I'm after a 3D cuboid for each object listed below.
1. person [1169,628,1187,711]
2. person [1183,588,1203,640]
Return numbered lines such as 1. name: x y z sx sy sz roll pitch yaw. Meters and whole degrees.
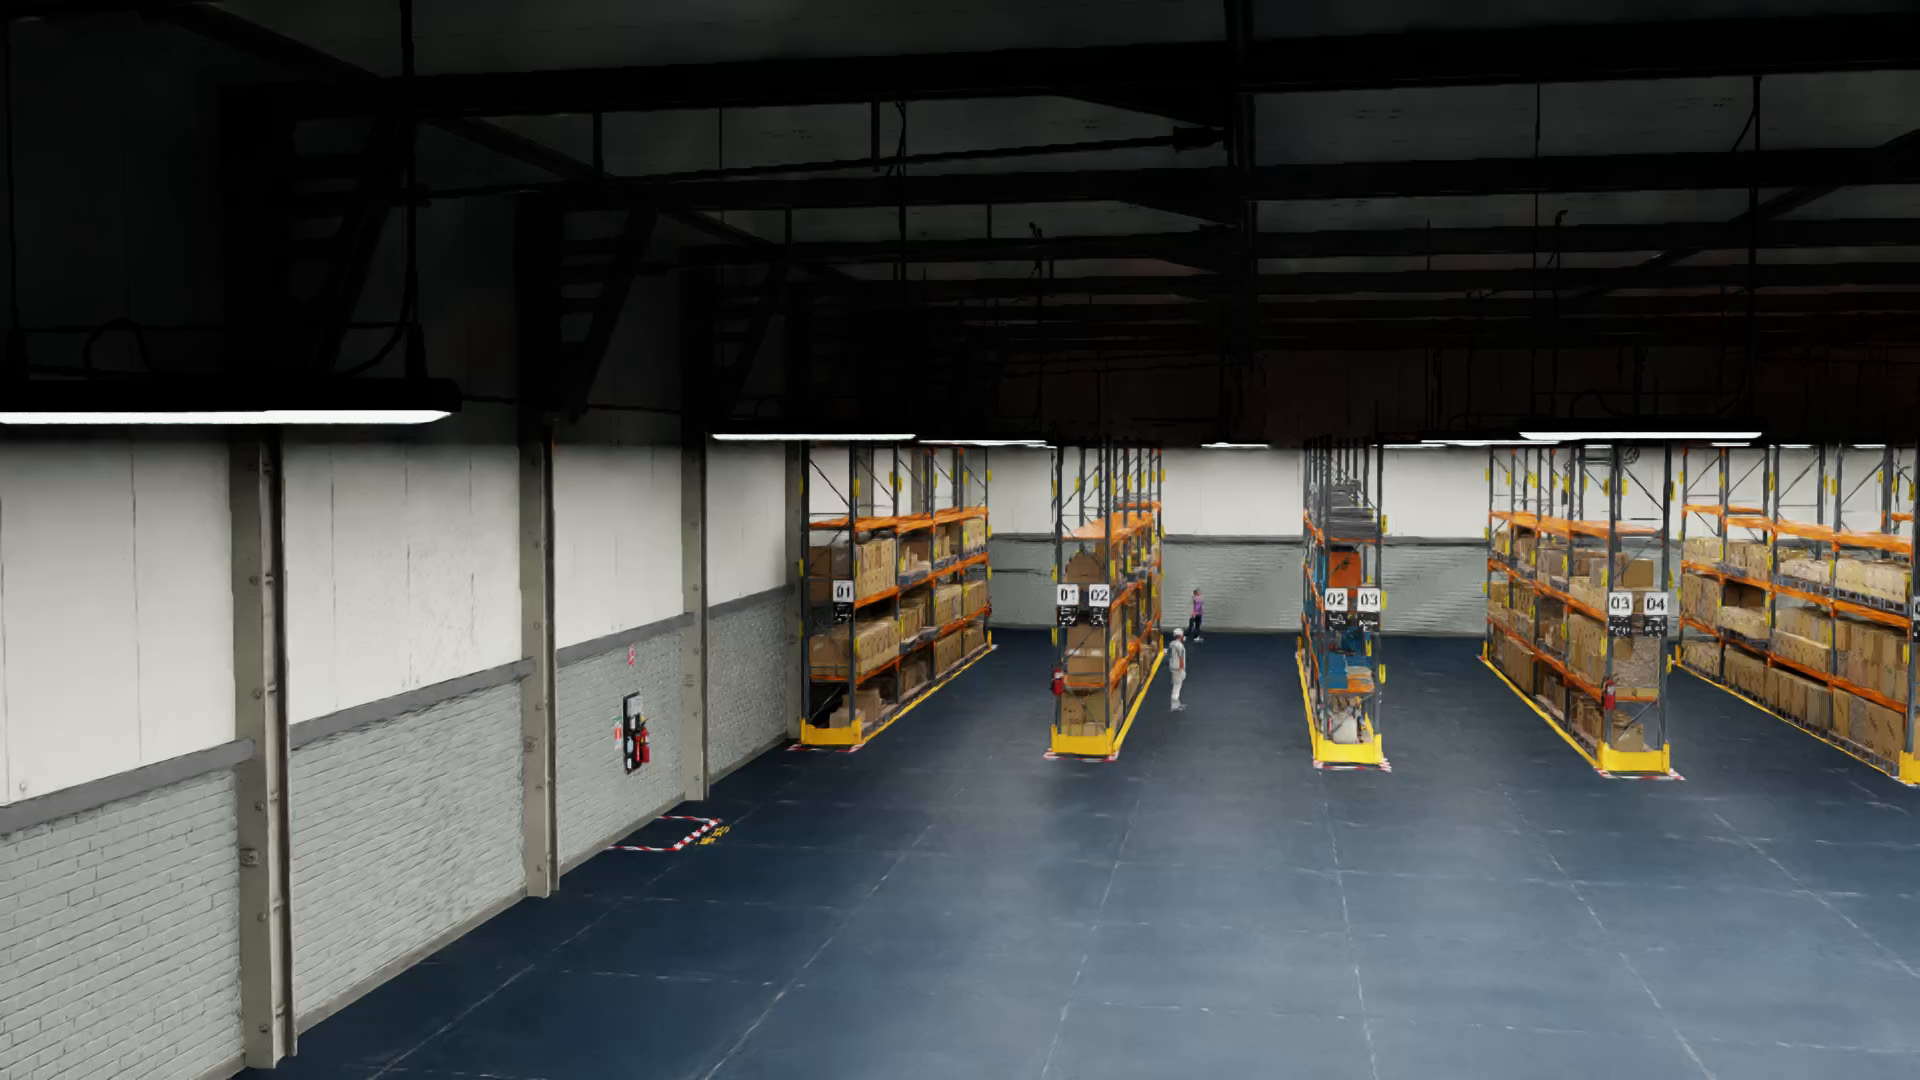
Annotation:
1. person: 4.823 2.831 36.505 0.465 1.789 0.622 -1 3 -14
2. person: 6.996 2.231 49.990 0.593 1.591 0.443 -2 4 -36
